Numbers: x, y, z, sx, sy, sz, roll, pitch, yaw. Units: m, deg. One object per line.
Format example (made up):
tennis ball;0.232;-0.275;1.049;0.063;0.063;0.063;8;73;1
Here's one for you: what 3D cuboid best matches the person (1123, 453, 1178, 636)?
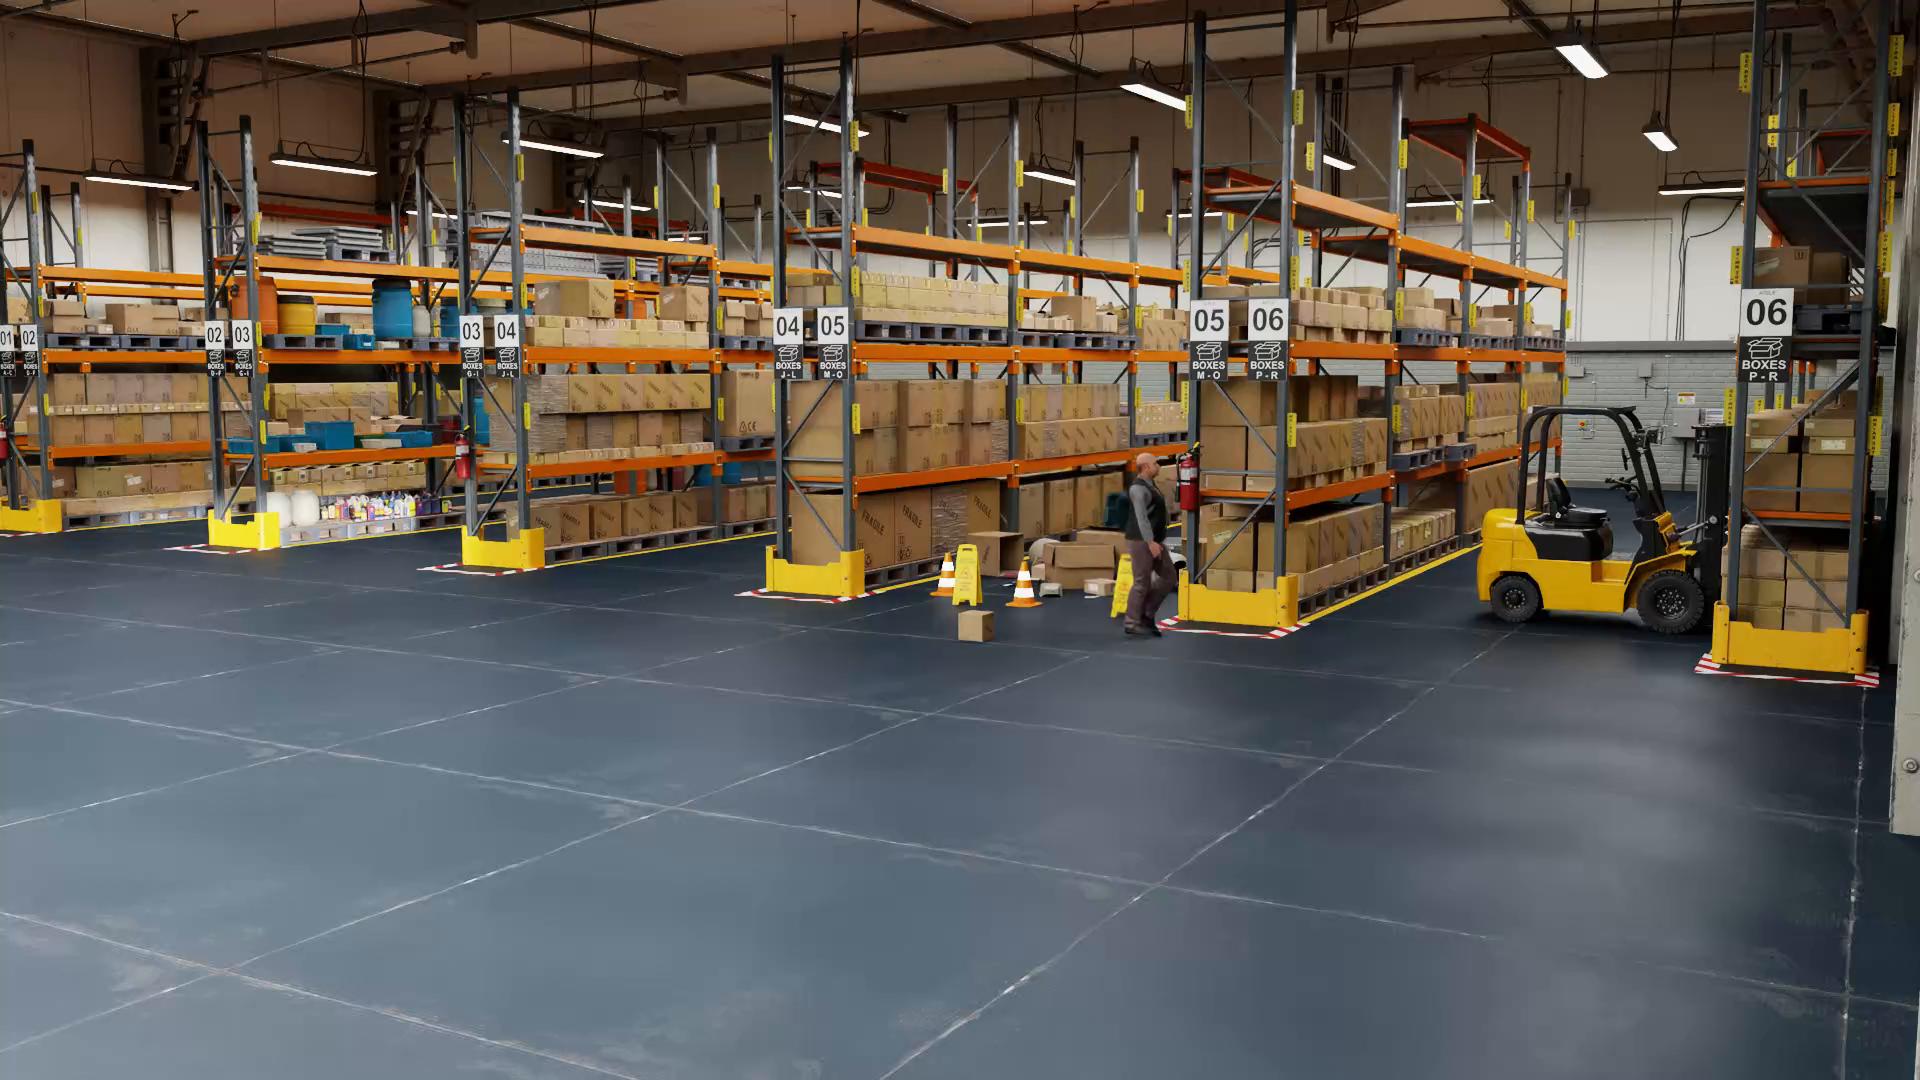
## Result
person;1.774;0.058;15.632;0.483;1.755;0.546;2;6;21
